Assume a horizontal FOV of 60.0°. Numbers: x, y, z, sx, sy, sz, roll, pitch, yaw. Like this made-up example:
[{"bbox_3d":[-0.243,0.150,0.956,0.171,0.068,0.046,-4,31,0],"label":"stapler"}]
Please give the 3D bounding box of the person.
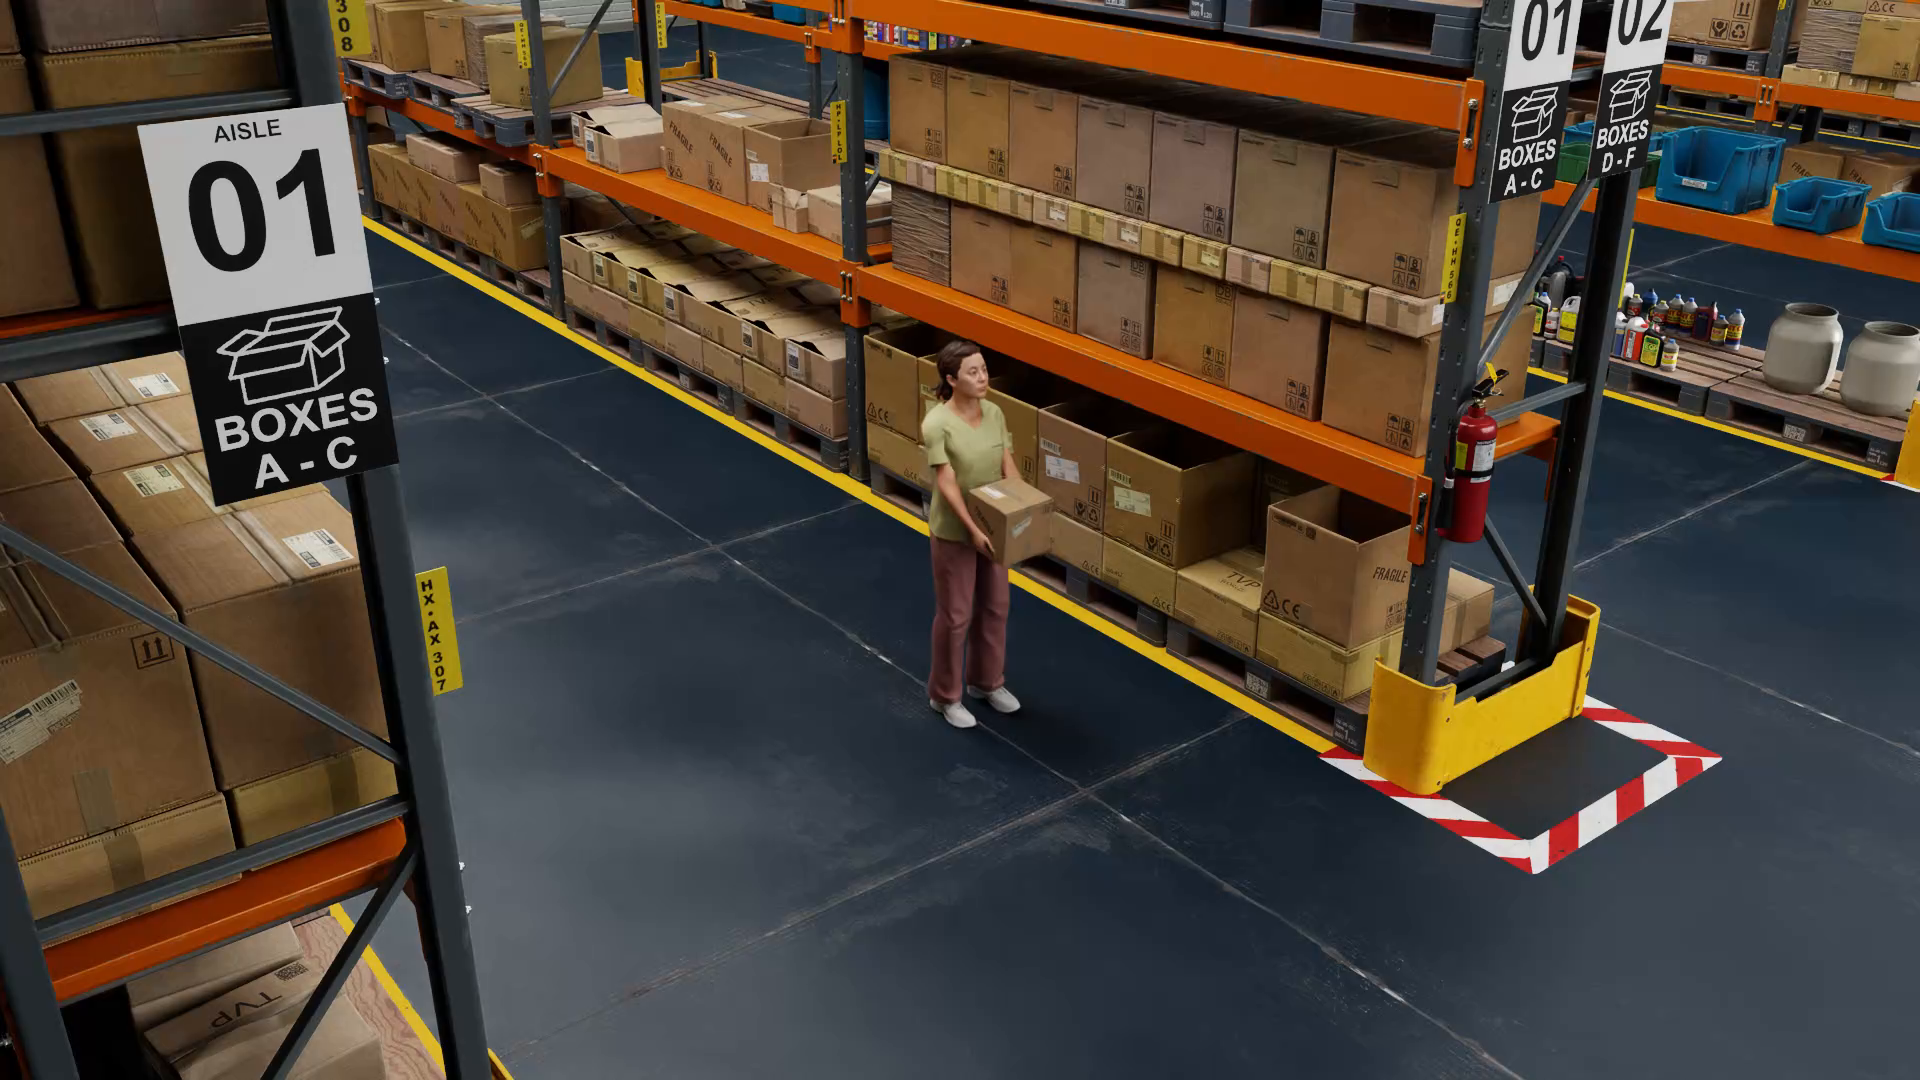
[{"bbox_3d":[0.082,-0.017,7.110,0.436,1.673,0.543,-18,31,-34],"label":"person"}]
